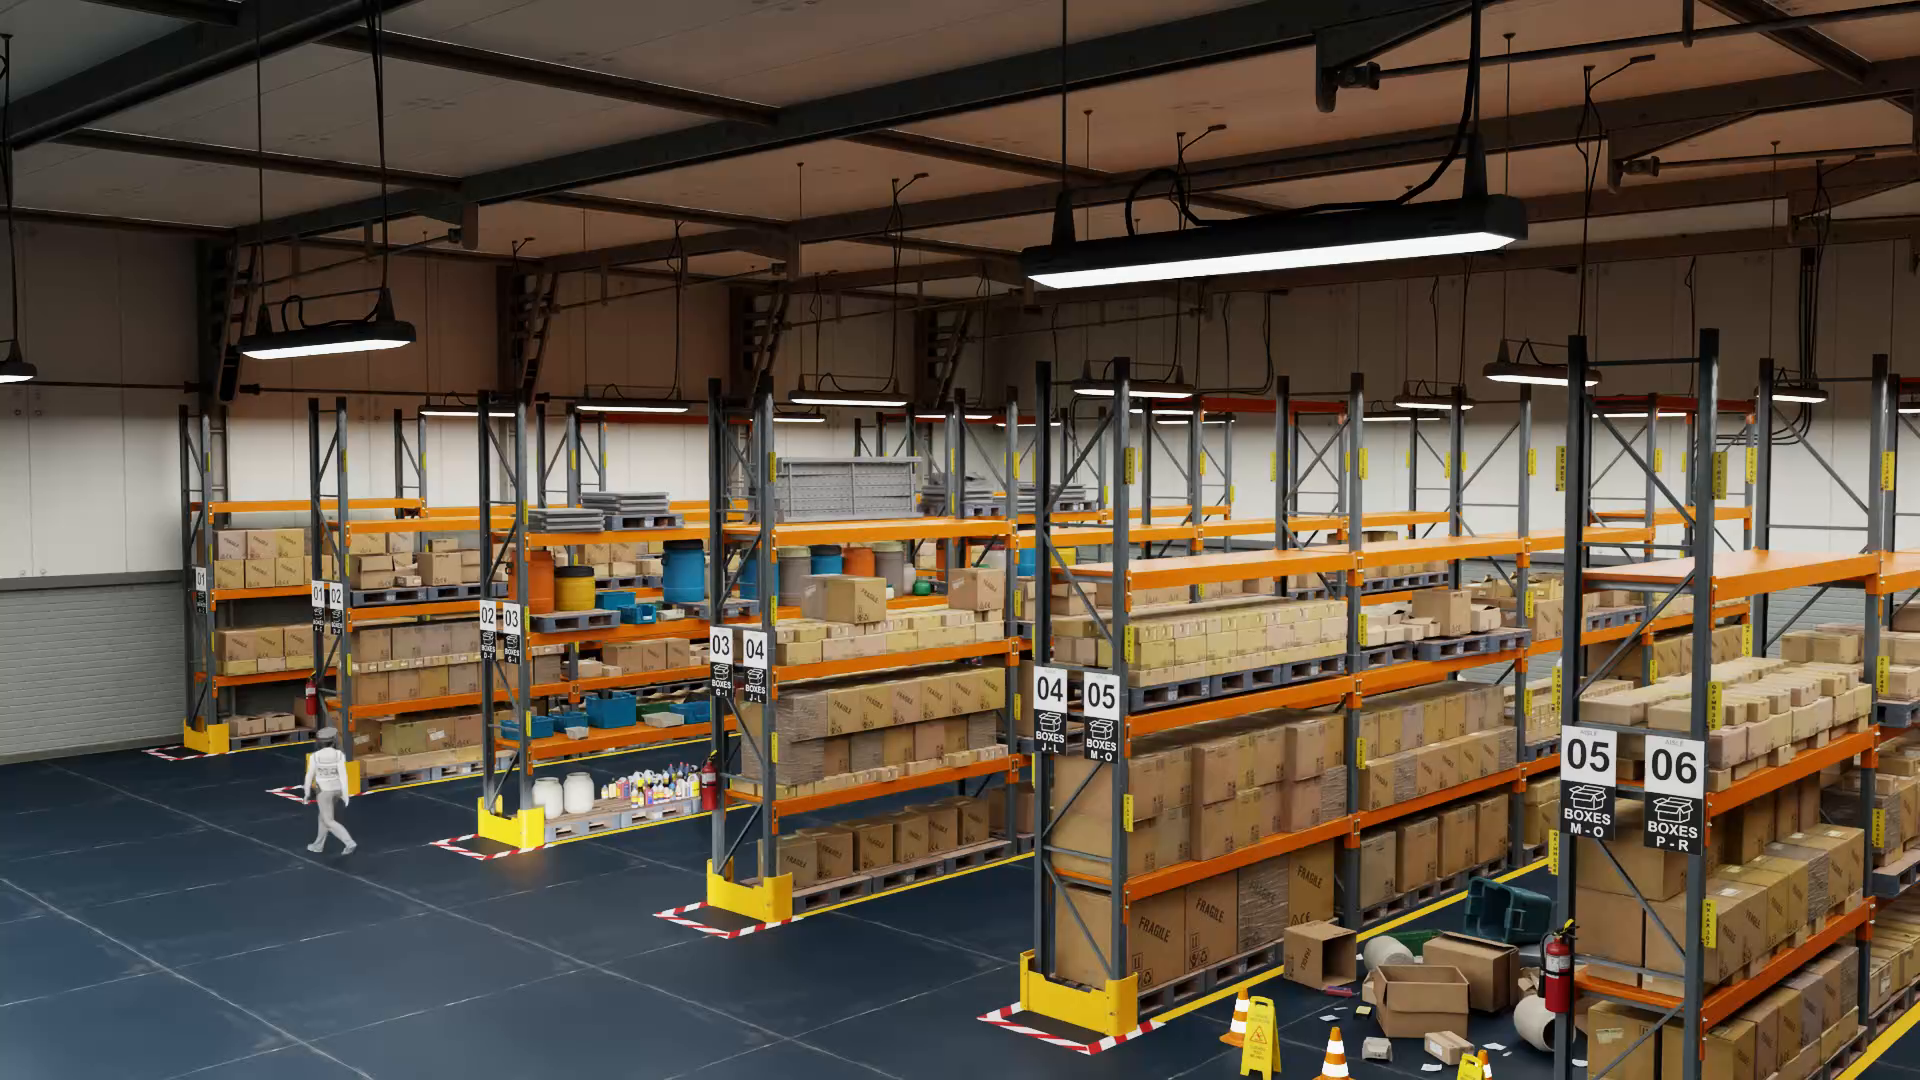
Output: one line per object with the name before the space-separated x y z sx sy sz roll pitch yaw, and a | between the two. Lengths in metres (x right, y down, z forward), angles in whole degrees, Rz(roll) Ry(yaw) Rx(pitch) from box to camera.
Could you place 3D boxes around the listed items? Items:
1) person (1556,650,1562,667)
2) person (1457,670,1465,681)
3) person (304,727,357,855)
person | 10.867 2.699 29.838 0.478 1.725 1.063 2 4 39
person | 8.098 2.834 27.409 0.463 1.773 0.585 0 3 6
person | -8.055 3.214 21.234 0.955 1.650 0.423 1 3 18
